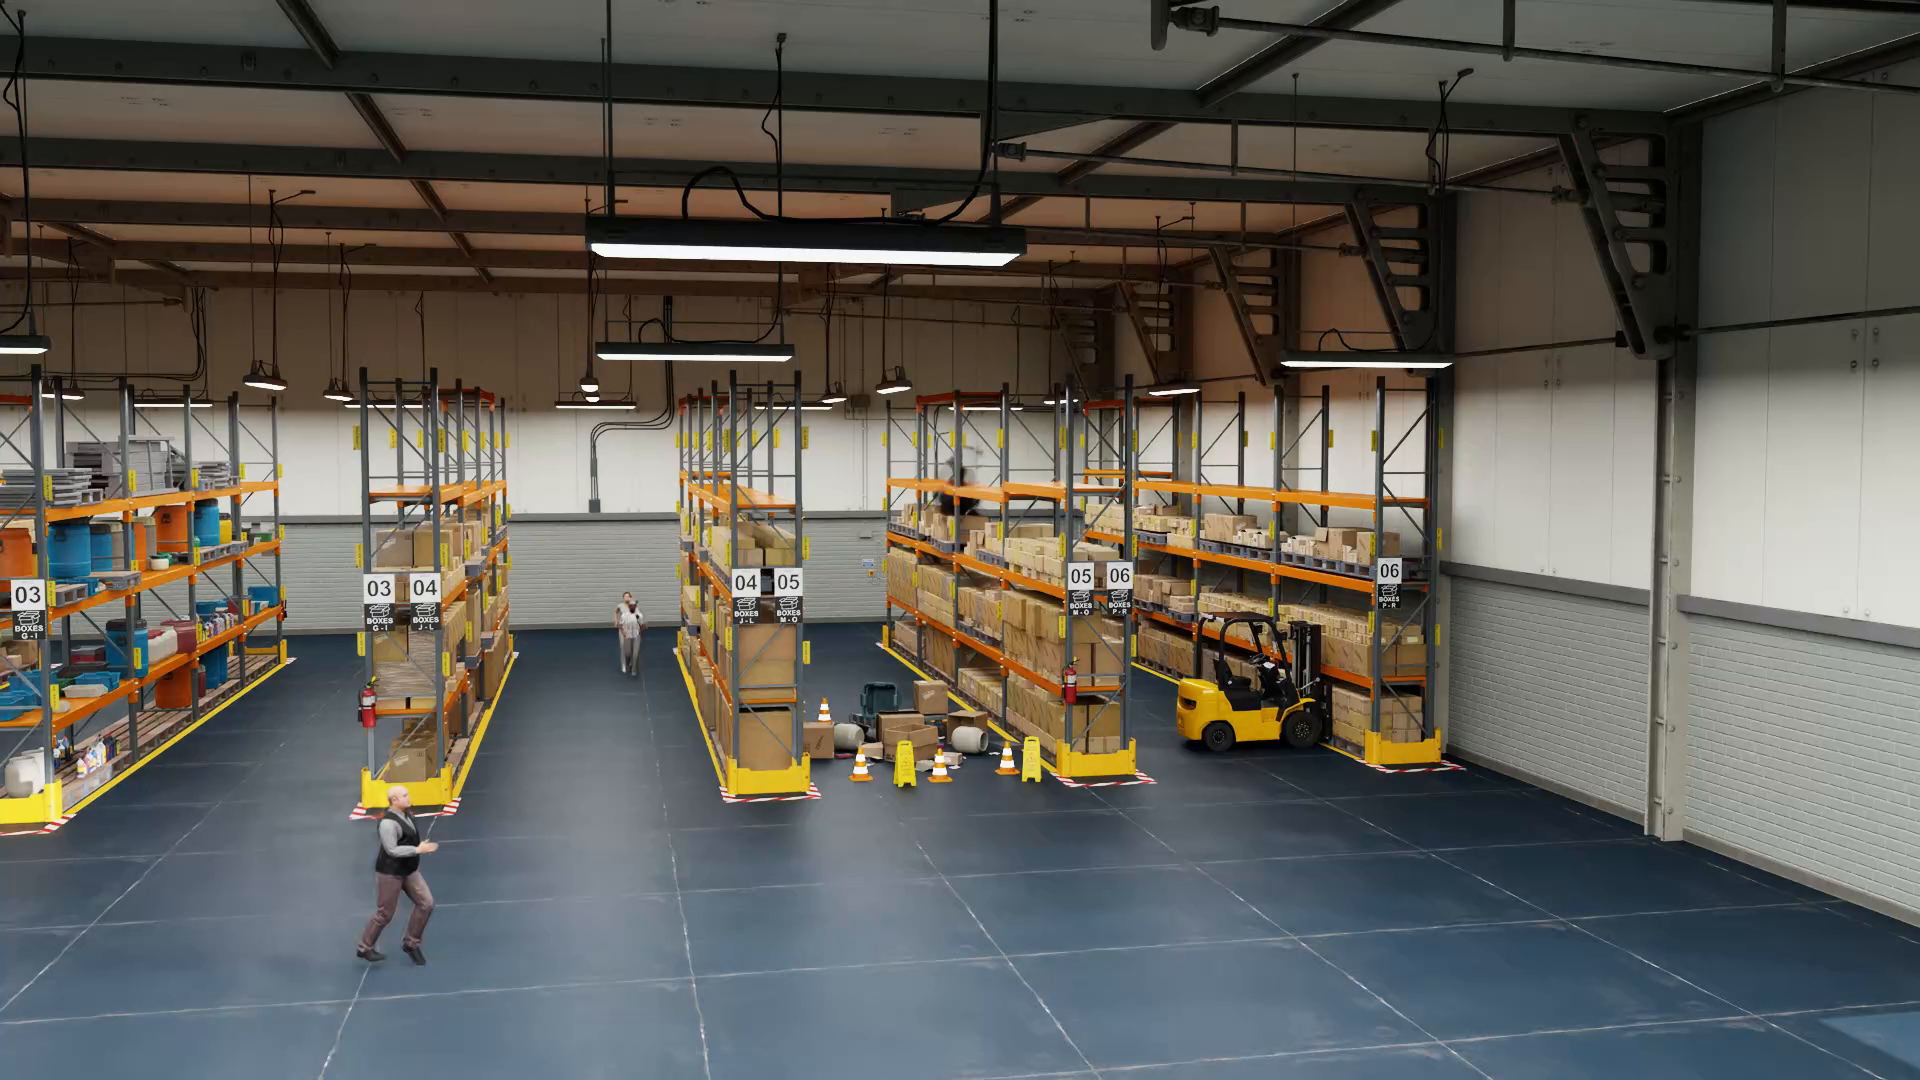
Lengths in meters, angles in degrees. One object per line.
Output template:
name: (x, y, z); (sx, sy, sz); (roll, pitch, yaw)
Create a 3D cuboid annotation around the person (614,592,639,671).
person: (-7.297, 1.972, 36.440); (0.555, 1.682, 0.905); (-1, 3, -11)

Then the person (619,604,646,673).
person: (-6.951, 2.105, 35.334); (0.572, 1.453, 0.523); (-1, 3, -13)

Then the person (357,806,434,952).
person: (-5.397, 3.215, 15.831); (0.711, 1.405, 0.620); (1, 3, 9)
